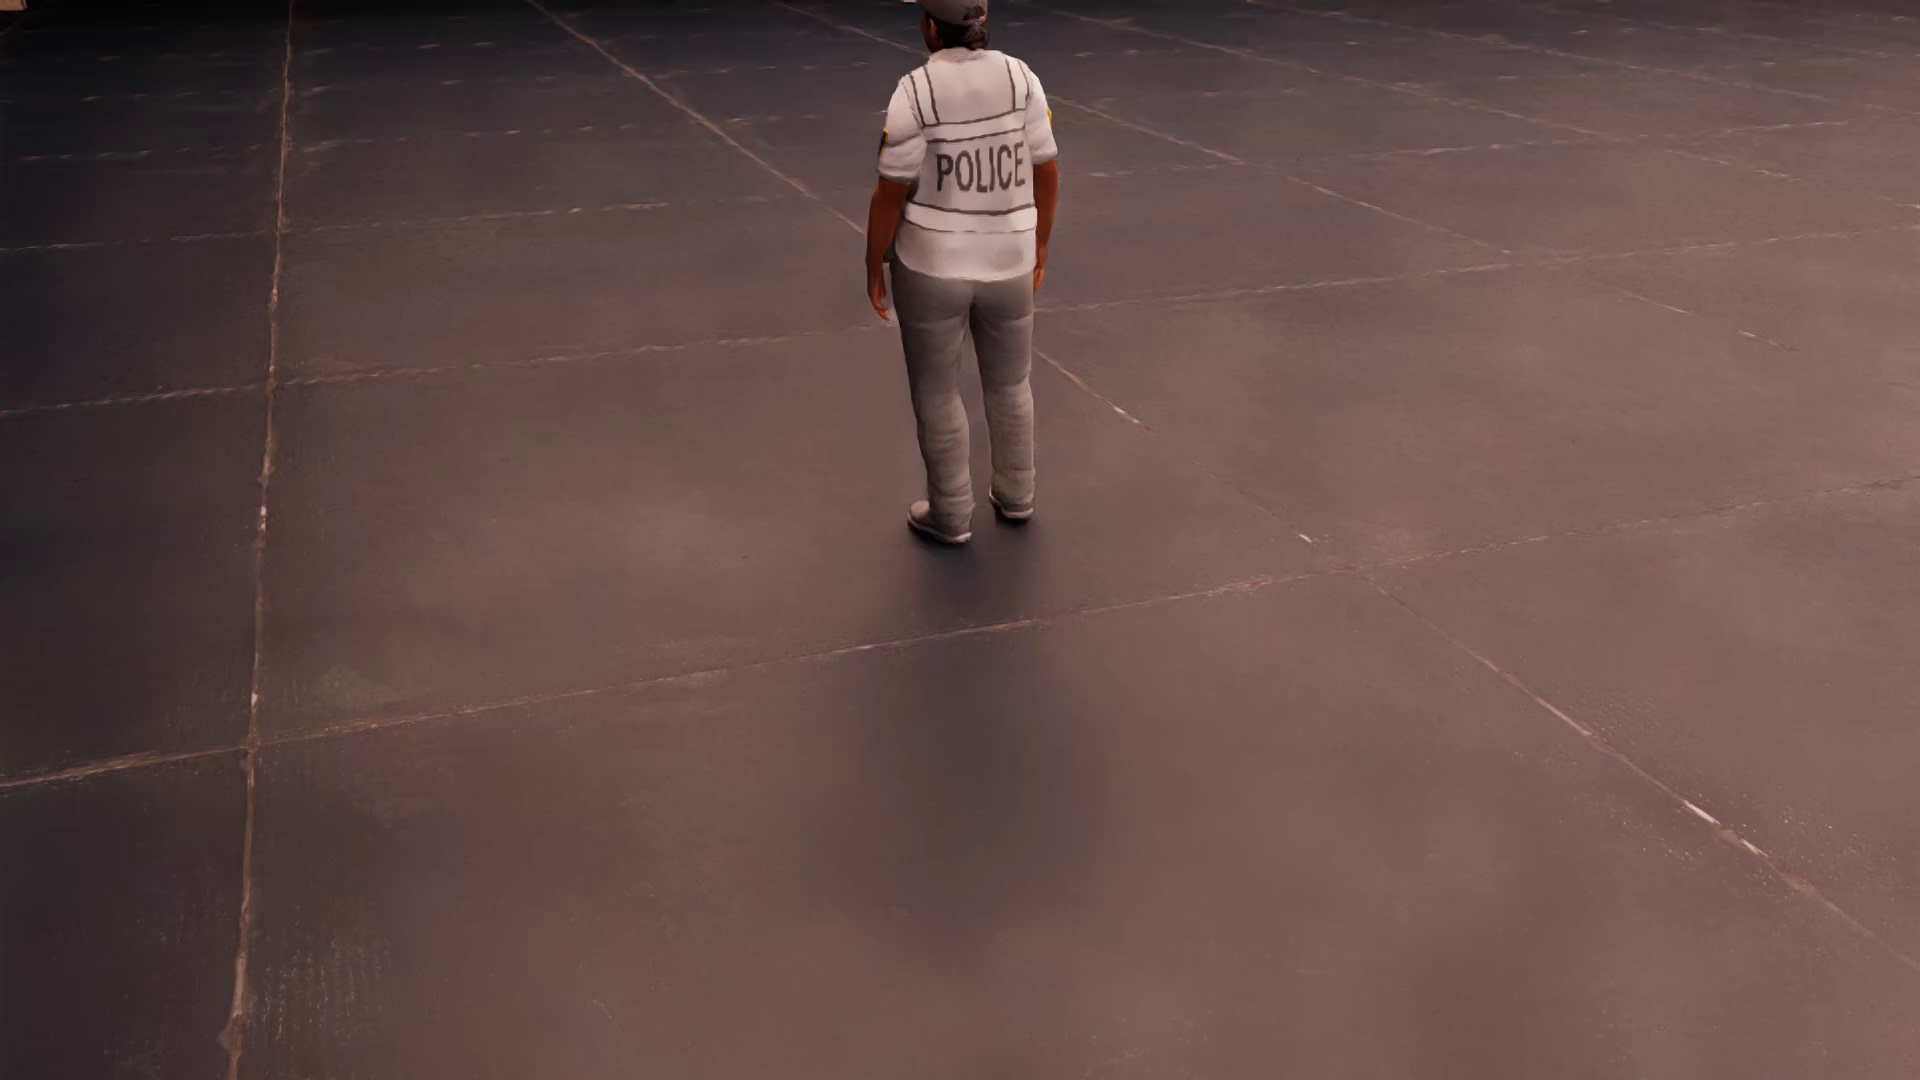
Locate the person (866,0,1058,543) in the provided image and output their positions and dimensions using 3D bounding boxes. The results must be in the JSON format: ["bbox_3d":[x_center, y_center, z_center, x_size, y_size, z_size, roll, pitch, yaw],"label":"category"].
[{"bbox_3d":[-0.005,-0.806,4.827,0.598,1.669,0.529,-8,24,-18],"label":"person"}]
